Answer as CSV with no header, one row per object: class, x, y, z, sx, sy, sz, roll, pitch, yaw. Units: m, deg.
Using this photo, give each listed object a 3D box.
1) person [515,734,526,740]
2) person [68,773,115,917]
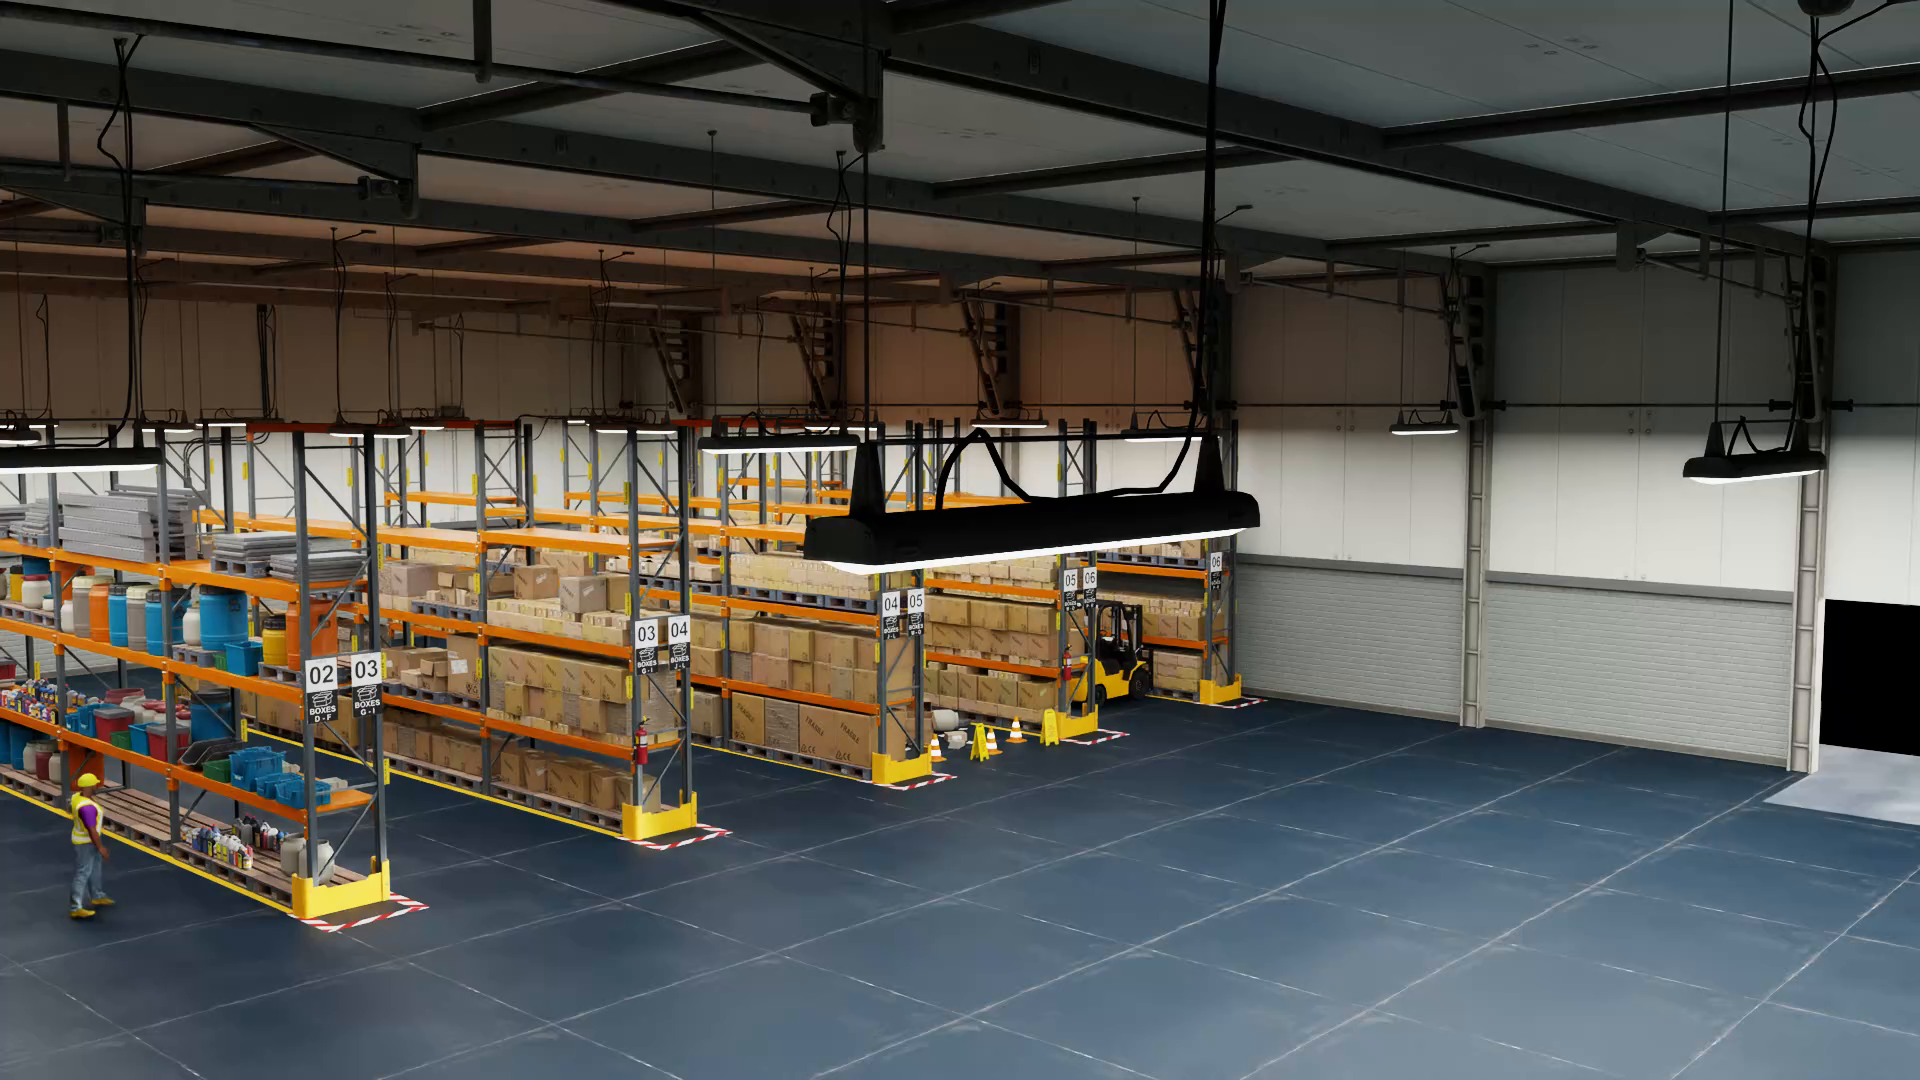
person,-8.120,2.935,31.295,0.546,1.671,0.435,2,5,26
person,-10.837,3.772,20.702,0.540,1.793,0.713,-3,5,-30
